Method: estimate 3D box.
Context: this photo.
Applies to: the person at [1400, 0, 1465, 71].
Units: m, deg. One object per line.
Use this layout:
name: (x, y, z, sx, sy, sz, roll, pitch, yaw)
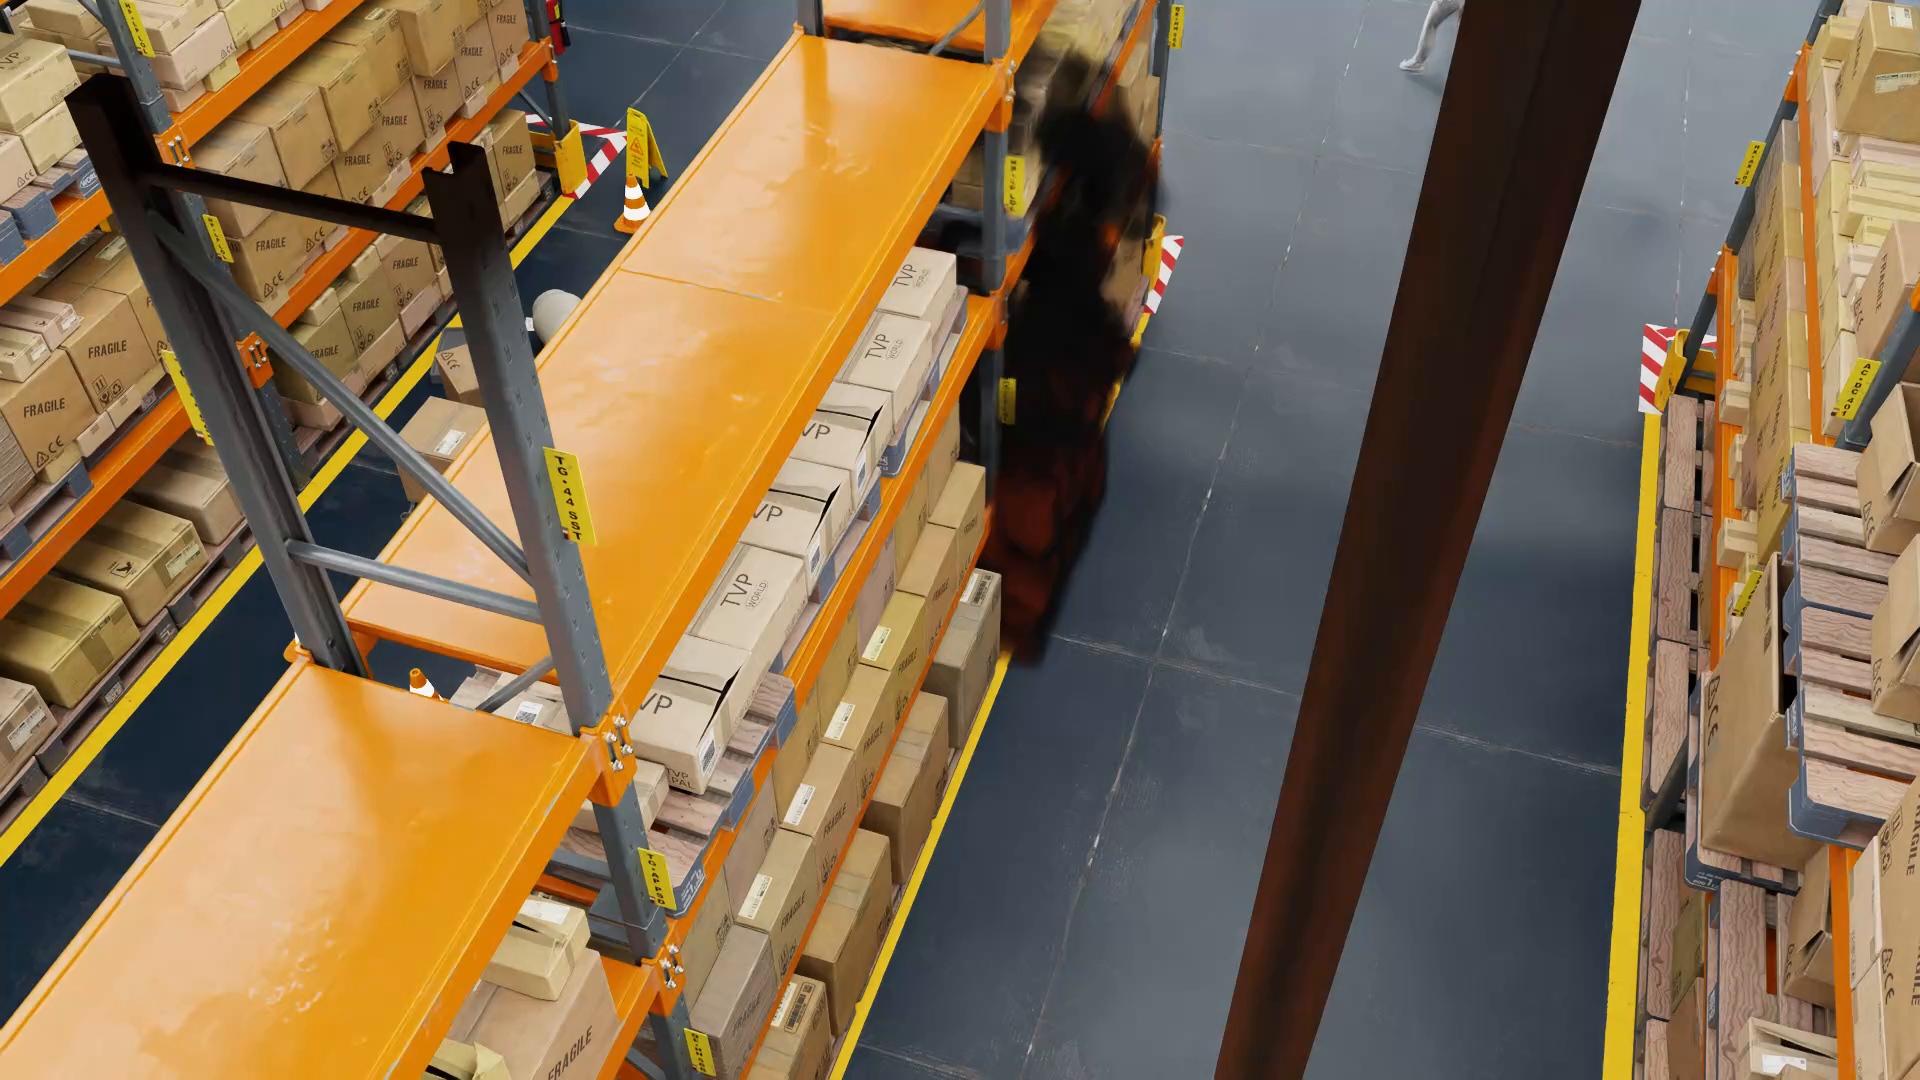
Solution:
person: (4.381, -4.765, 14.581, 0.599, 1.712, 0.892, -24, 50, -22)
